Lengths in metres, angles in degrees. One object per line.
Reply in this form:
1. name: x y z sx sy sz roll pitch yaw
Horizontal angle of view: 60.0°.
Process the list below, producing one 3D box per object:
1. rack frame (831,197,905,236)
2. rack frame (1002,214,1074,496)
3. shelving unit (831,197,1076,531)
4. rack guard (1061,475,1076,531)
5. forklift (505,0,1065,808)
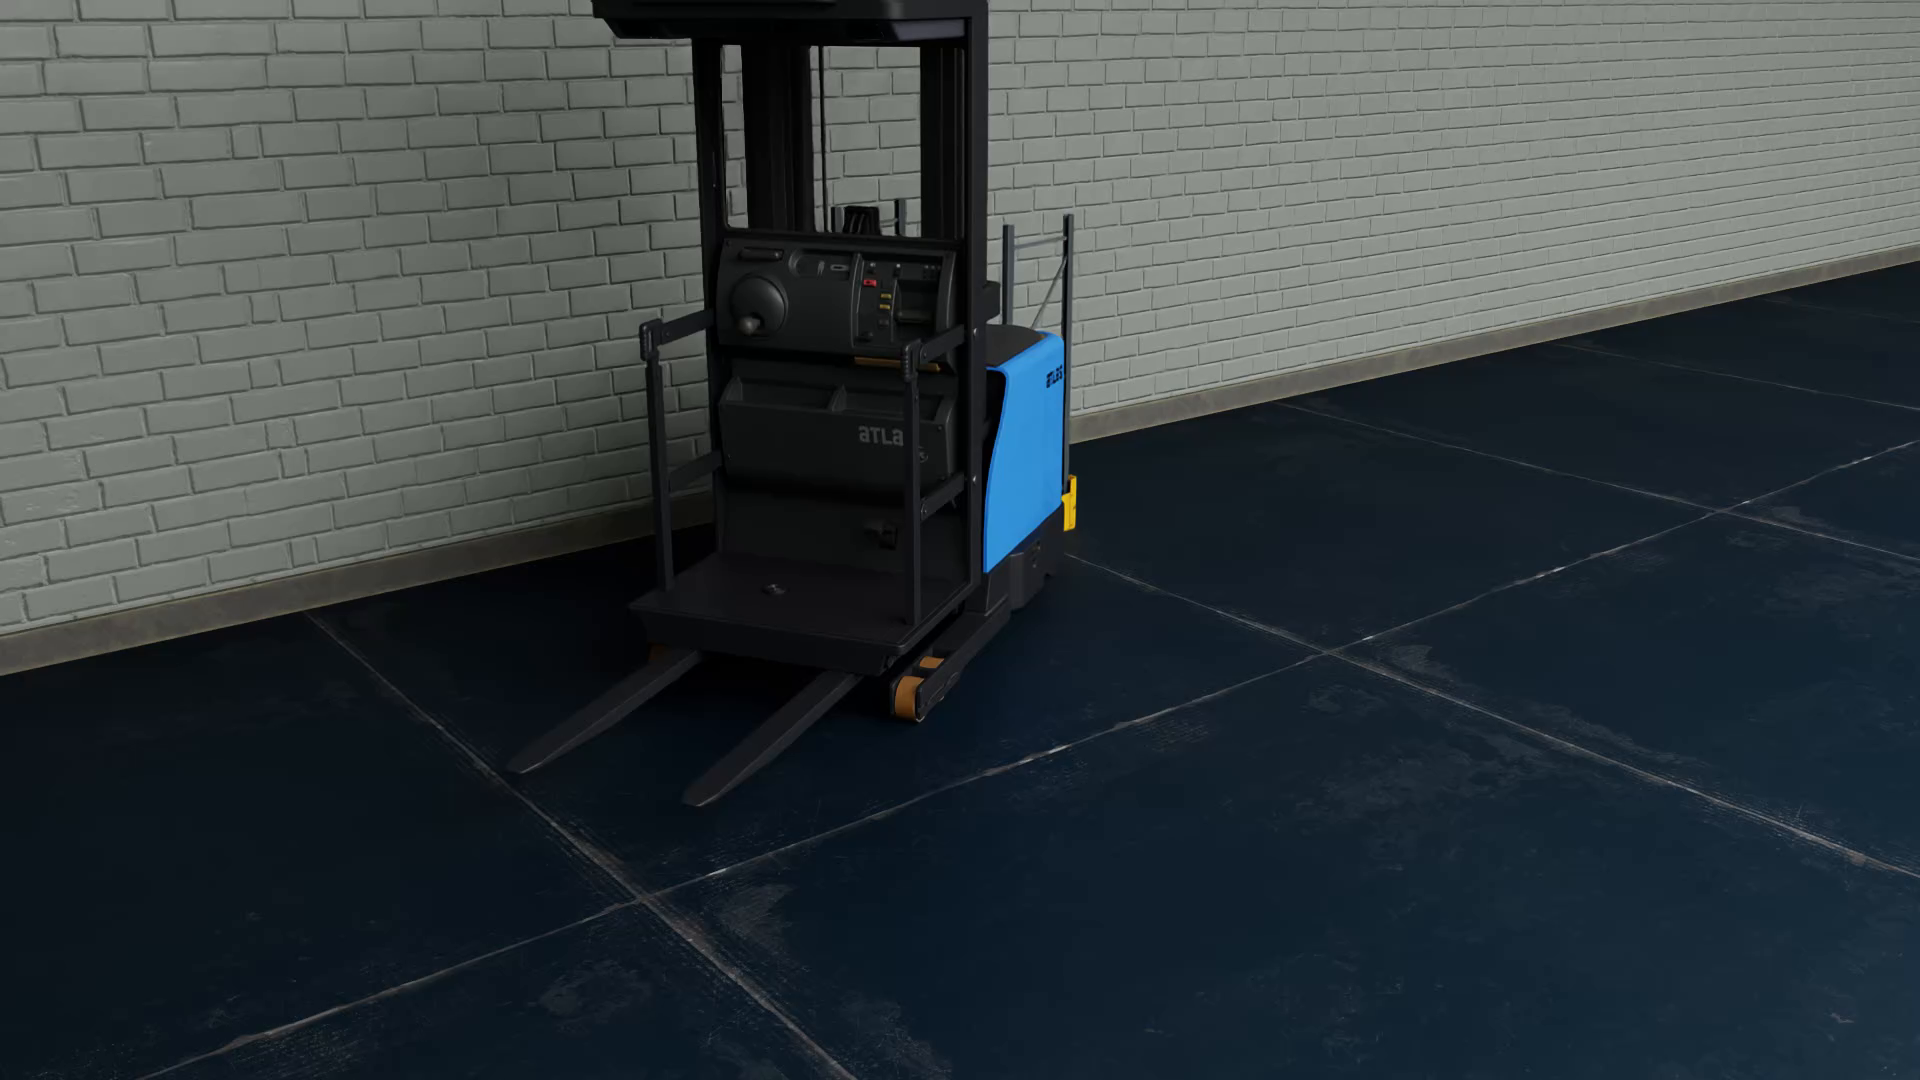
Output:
1. rack frame: -0.440 -0.915 8.239 0.032 1.500 0.500 14 23 36
2. rack frame: 0.353 -0.715 7.635 0.032 1.500 0.500 14 23 36
3. shelving unit: -0.036 -0.813 7.932 1.083 1.500 0.587 14 23 36
4. rack guard: 0.352 -0.122 7.832 0.087 0.250 0.587 14 23 36
5. forklift: -0.534 -0.890 5.887 1.130 2.935 3.031 7 19 20
